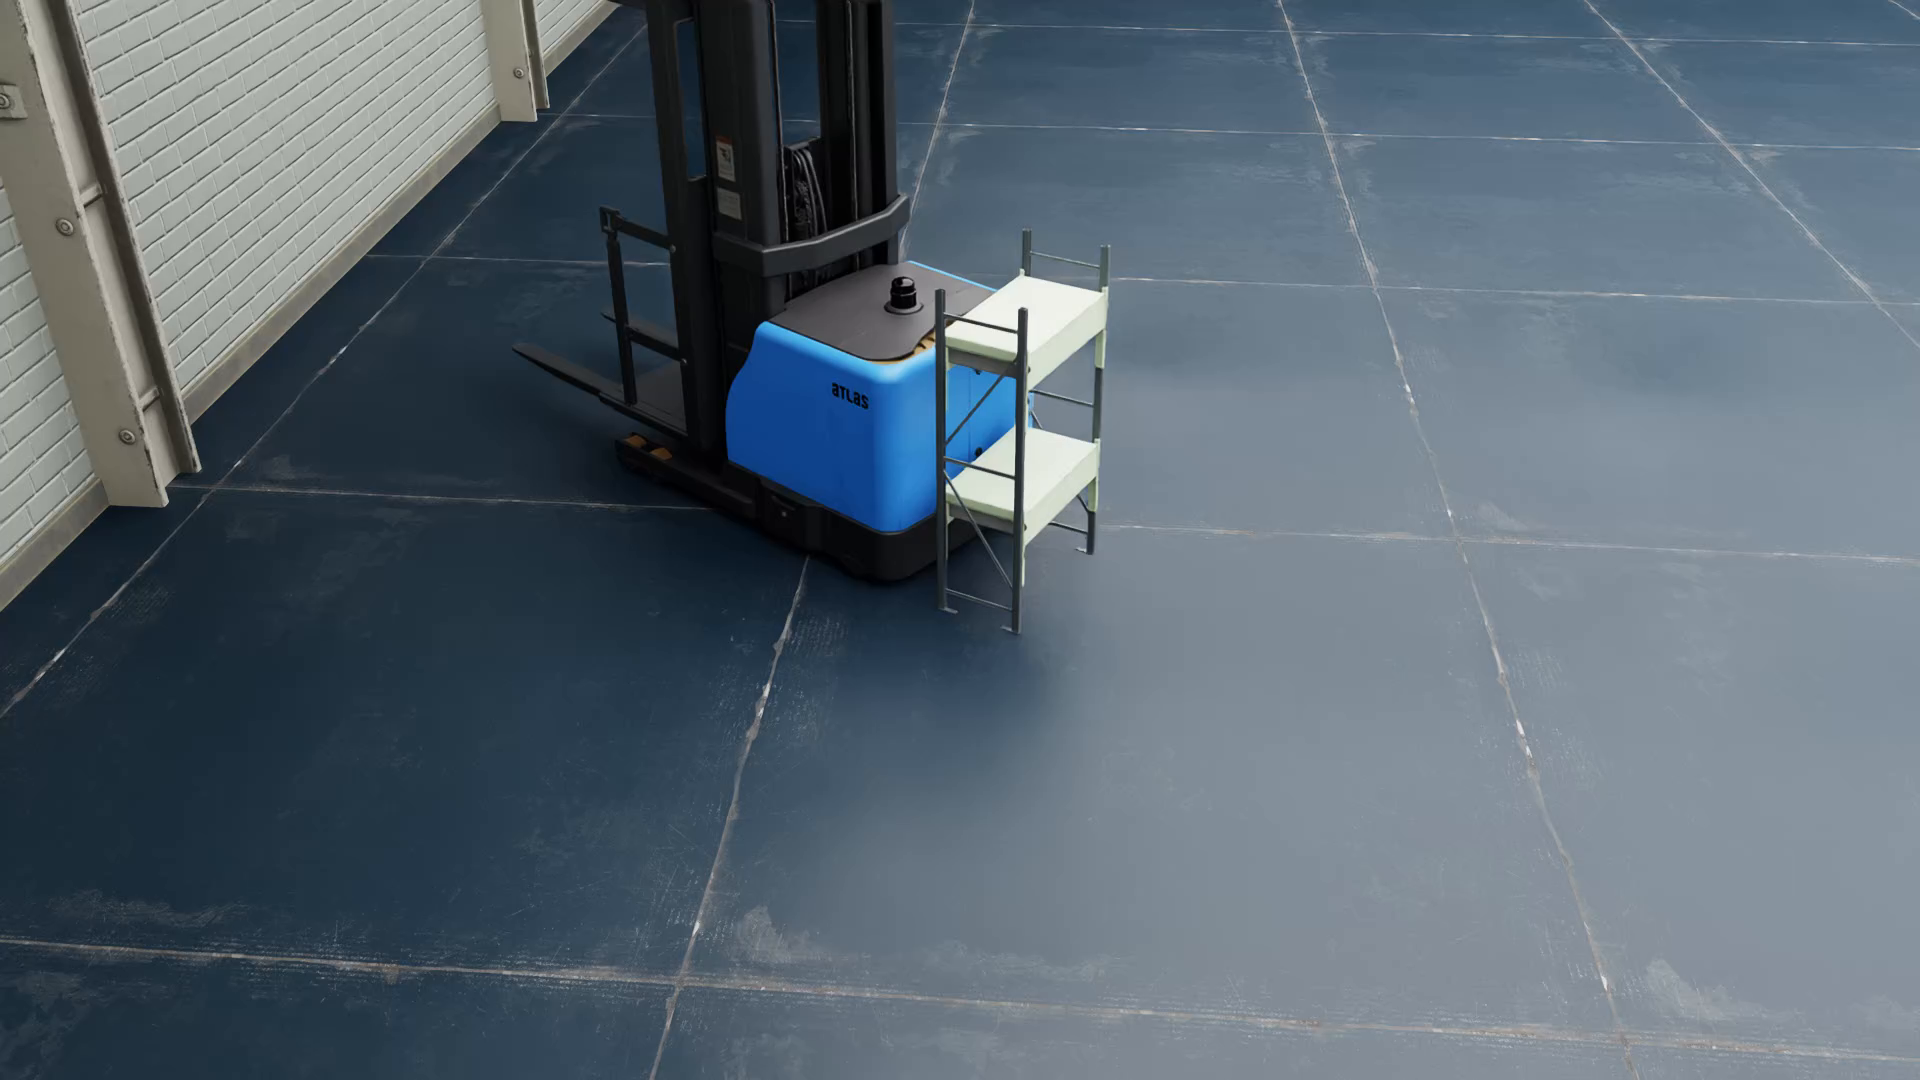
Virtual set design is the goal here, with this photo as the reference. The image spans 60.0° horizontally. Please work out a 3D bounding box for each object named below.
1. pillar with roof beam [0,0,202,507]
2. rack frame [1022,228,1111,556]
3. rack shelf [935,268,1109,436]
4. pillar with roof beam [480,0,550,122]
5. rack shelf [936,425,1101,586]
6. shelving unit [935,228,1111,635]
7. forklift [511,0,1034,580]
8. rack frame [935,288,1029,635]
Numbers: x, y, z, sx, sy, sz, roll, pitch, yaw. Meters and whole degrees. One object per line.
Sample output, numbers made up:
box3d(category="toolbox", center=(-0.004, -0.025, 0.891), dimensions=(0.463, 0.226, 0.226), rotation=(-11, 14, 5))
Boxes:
box3d(category="pillar with roof beam", center=(0.320, -3.915, 5.525), dimensions=(9.100, 9.000, 0.400), rotation=(2, 32, 4))
box3d(category="rack frame", center=(0.443, -0.623, 7.331), dimensions=(0.400, 1.500, 0.023), rotation=(17, 35, 25))
box3d(category="rack shelf", center=(0.262, -0.788, 6.855), dimensions=(0.431, 0.370, 0.720), rotation=(17, 35, 25))
box3d(category="pillar with roof beam", center=(0.808, -7.052, 10.616), dimensions=(9.100, 9.000, 0.400), rotation=(2, 32, 4))
box3d(category="rack shelf", center=(0.262, -0.178, 7.231), dimensions=(0.431, 0.370, 0.720), rotation=(17, 35, 25))
box3d(category="shelving unit", center=(0.262, -0.456, 7.060), dimensions=(0.431, 1.500, 0.755), rotation=(17, 35, 25))
box3d(category="forklift", center=(-1.085, -1.717, 7.742), dimensions=(3.031, 2.935, 1.130), rotation=(25, 39, 34))
box3d(category="rack frame", center=(0.081, -0.289, 6.789), dimensions=(0.400, 1.500, 0.023), rotation=(17, 35, 25))
